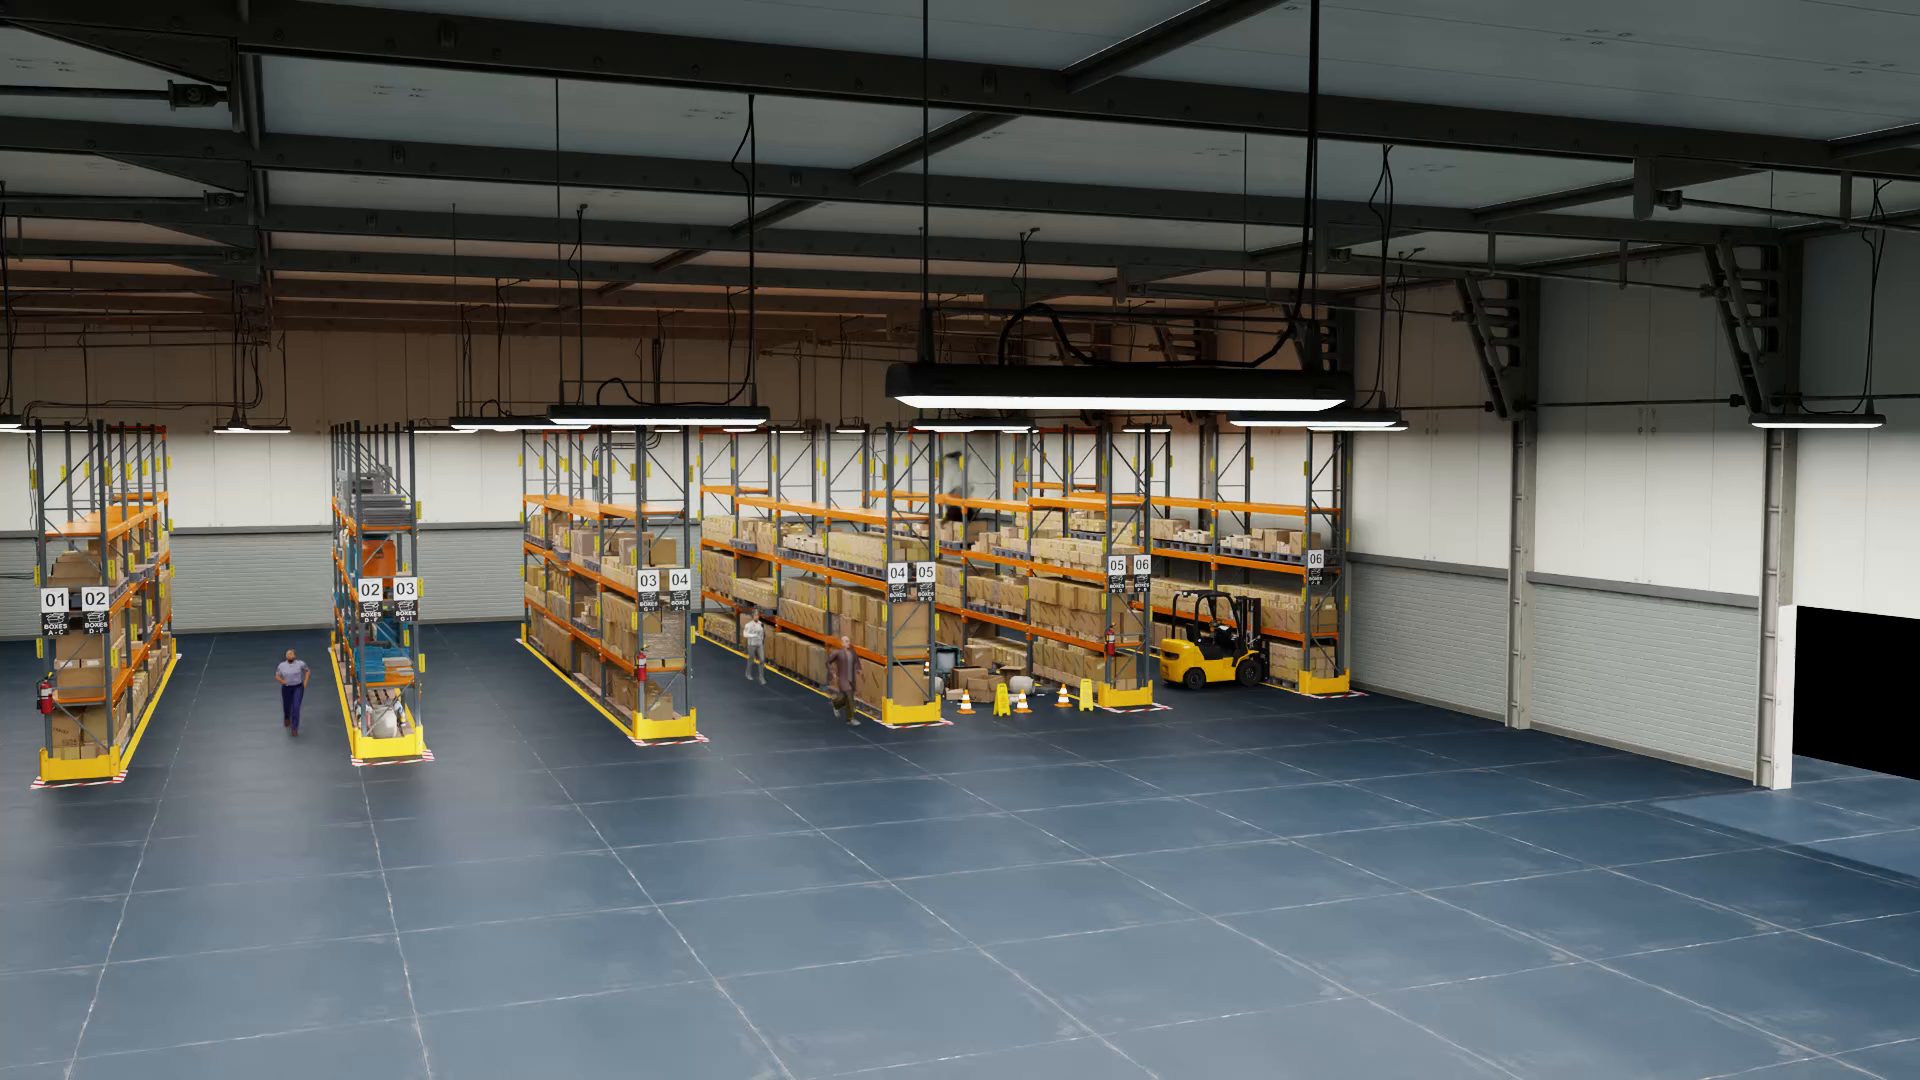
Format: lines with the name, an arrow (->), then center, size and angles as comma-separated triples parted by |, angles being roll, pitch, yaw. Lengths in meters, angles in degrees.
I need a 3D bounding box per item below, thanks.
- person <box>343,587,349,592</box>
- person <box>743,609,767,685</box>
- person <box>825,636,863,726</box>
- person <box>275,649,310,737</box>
person -> -17.371, 1.912, 47.349 | 0.588, 1.723, 0.703 | 0, 4, -4
person -> -4.765, 2.465, 38.527 | 0.598, 1.743, 0.779 | -2, 4, -29
person -> -2.304, 2.774, 32.996 | 0.744, 1.750, 0.945 | -3, 5, -43
person -> -12.848, 2.913, 32.035 | 0.614, 1.656, 0.905 | -1, 4, -15
